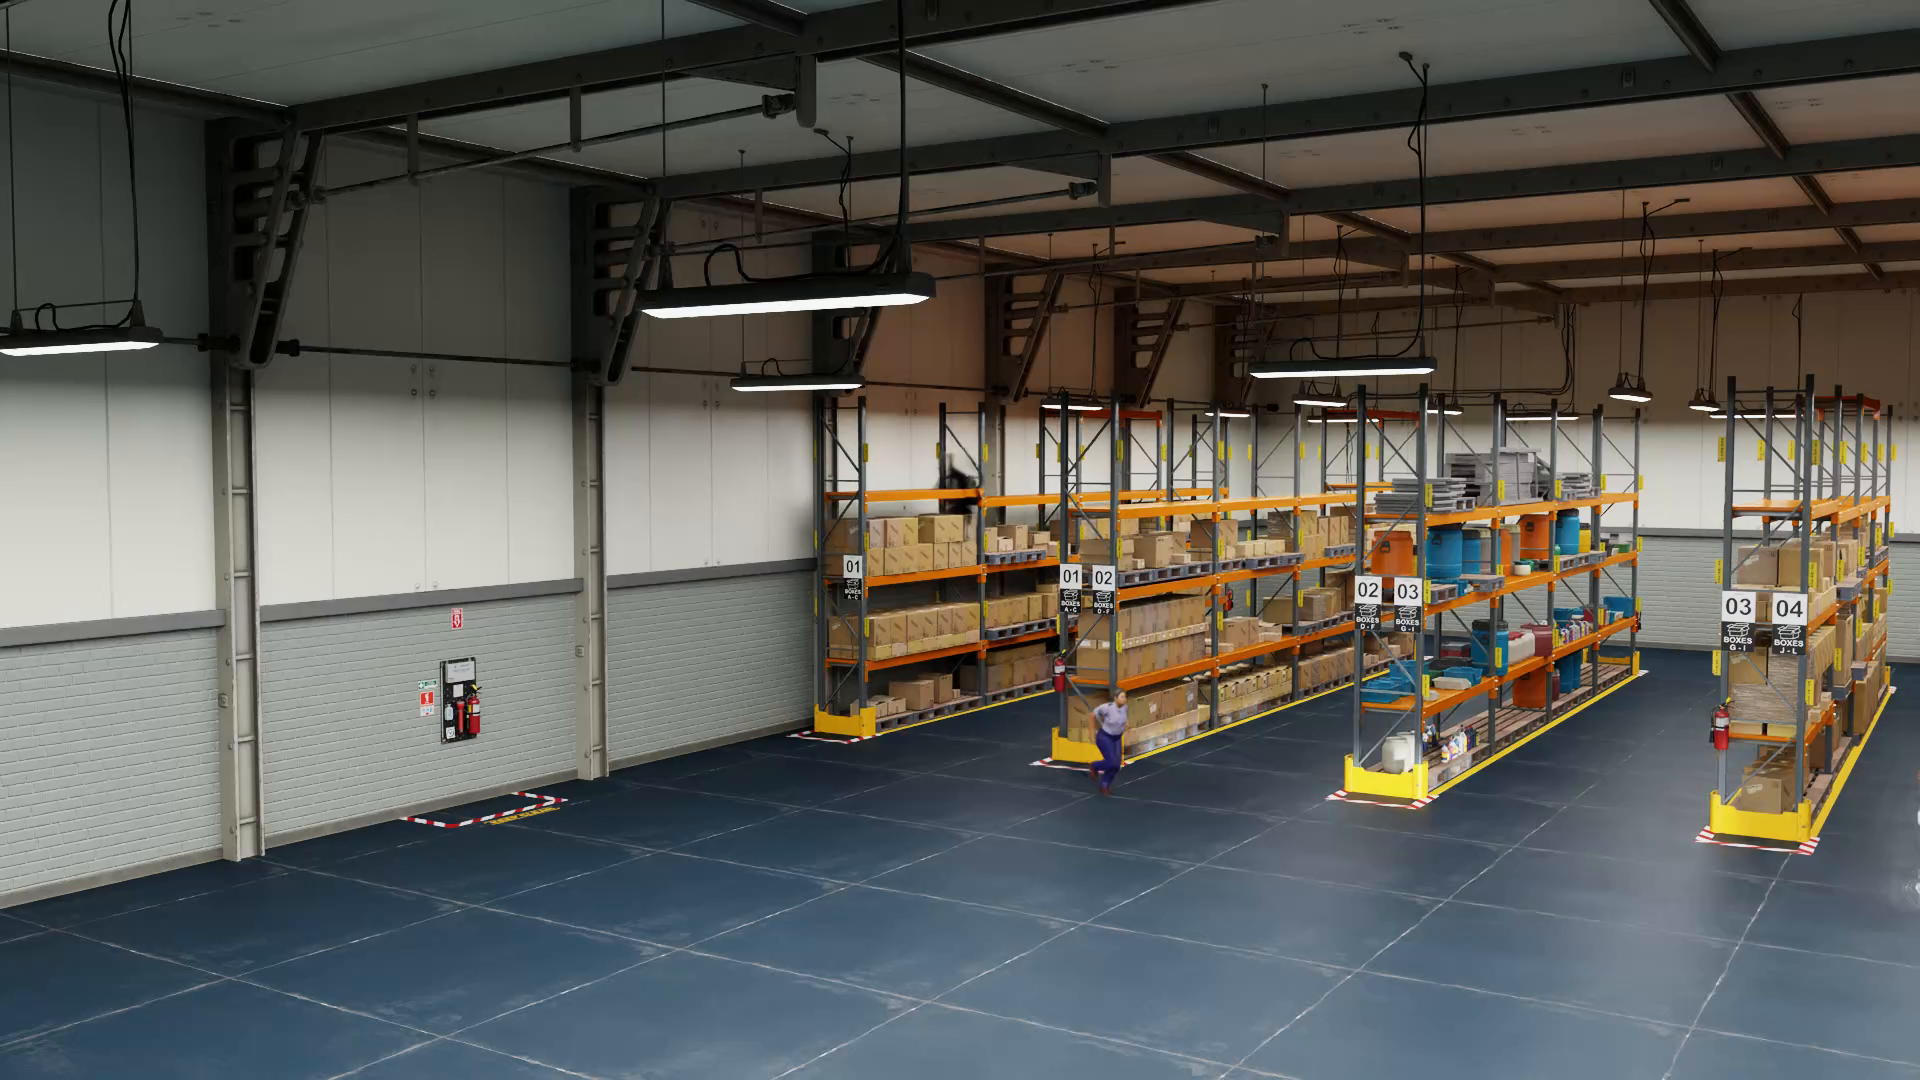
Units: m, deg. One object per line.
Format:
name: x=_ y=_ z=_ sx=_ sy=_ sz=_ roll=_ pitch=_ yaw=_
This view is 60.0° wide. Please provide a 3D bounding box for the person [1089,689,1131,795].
person: x=2.214 y=2.954 z=24.363 sx=0.595 sy=1.580 sz=0.686 roll=-3 pitch=4 yaw=-42
